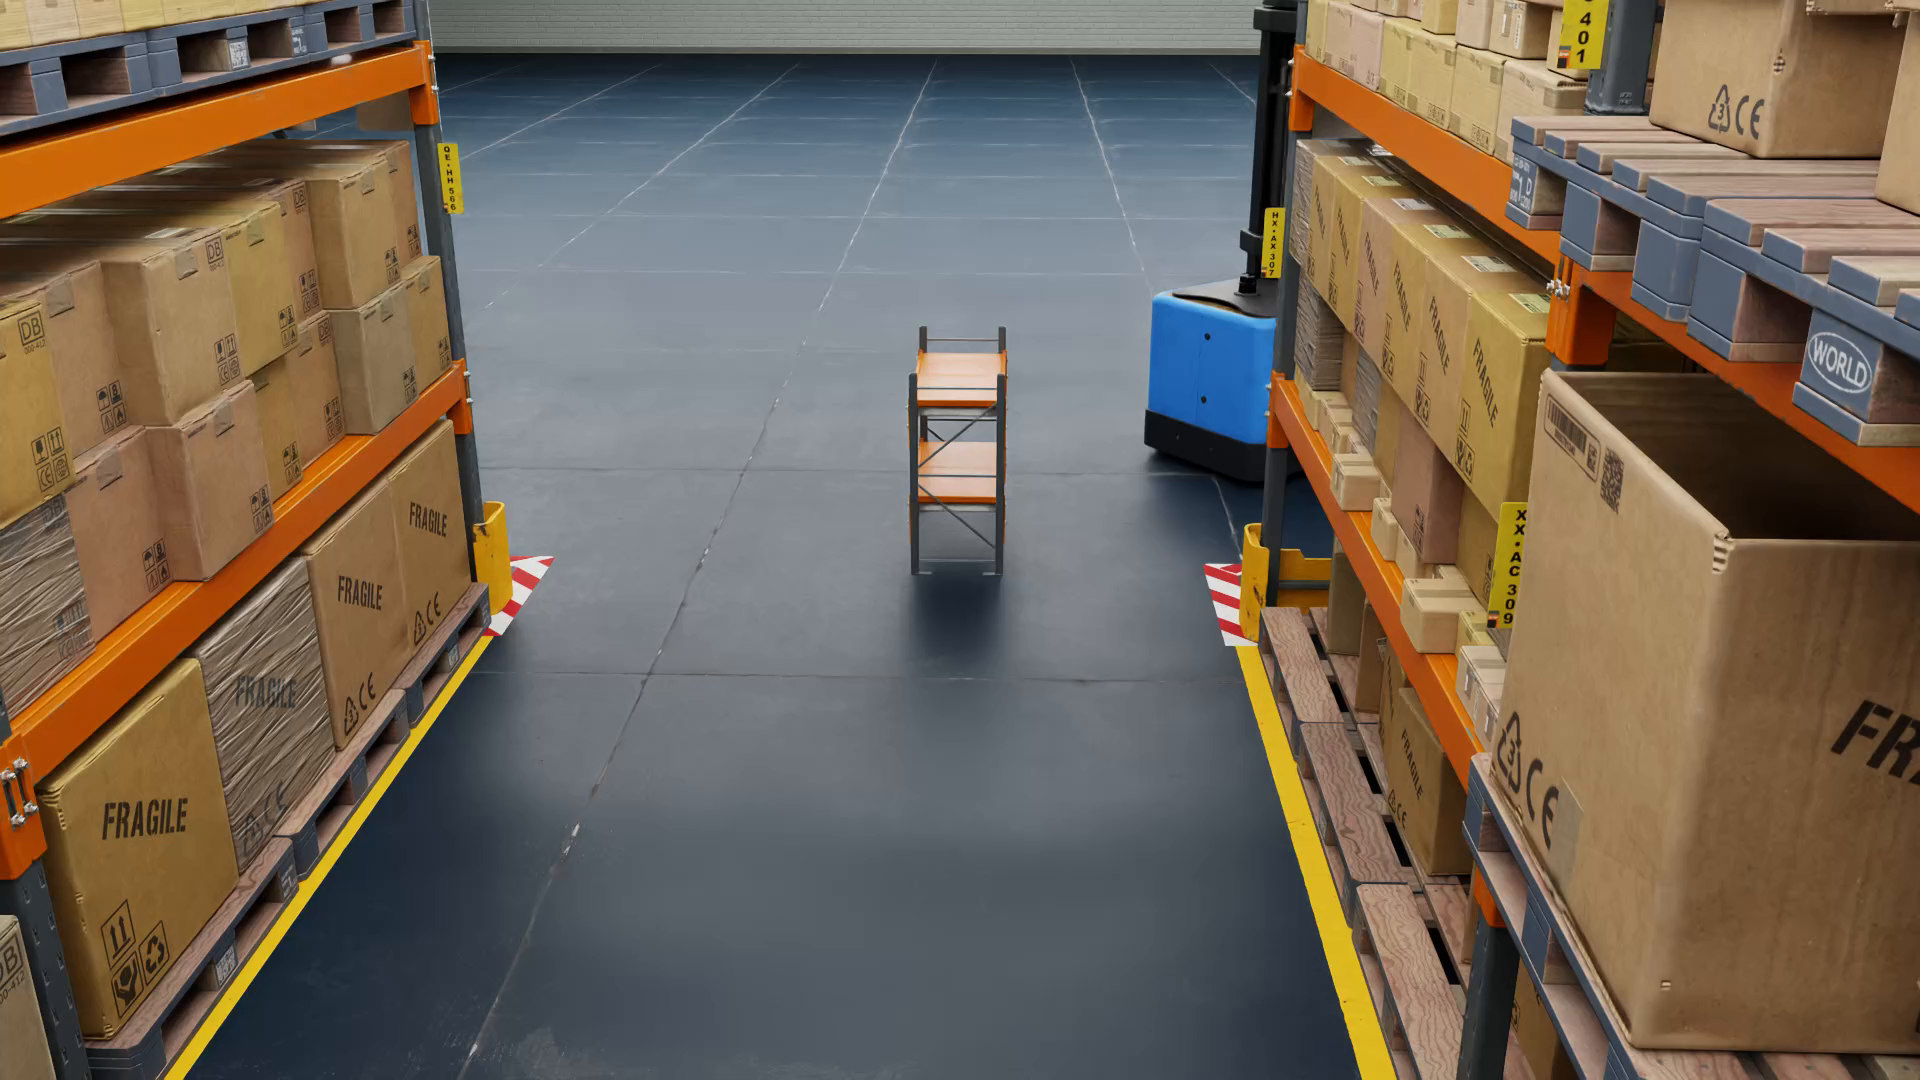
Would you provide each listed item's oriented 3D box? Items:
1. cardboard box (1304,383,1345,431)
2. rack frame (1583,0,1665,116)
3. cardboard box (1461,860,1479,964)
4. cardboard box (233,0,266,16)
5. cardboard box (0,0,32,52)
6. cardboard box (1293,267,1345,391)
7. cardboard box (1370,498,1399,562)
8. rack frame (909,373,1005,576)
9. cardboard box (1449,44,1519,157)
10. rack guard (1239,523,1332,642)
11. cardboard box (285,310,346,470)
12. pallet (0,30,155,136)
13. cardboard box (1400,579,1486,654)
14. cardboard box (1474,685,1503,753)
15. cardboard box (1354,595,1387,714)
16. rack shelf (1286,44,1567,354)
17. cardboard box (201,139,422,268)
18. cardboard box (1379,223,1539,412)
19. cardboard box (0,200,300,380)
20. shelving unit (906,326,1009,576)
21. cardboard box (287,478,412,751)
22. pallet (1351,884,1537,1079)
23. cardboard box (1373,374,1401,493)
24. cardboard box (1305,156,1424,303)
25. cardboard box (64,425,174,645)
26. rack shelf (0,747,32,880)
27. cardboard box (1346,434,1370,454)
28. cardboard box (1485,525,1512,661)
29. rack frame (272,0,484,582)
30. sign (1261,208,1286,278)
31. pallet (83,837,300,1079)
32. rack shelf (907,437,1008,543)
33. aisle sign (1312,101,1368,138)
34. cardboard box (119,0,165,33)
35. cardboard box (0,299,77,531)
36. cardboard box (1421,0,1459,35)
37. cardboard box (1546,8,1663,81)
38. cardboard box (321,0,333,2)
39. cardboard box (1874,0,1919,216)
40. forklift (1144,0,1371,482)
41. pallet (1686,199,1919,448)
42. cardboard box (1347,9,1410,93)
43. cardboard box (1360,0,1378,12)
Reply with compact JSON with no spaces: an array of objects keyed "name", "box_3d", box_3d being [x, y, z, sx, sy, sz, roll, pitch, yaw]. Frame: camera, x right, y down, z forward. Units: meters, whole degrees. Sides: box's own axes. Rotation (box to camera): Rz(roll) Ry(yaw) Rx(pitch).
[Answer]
[{"name":"cardboard box","box_3d":[1.710,-0.578,7.219,0.380,0.149,0.250,1,21,2]},{"name":"rack frame","box_3d":[1.885,-2.327,3.085,1.000,3.000,0.127,1,21,2]},{"name":"cardboard box","box_3d":[1.947,1.088,5.452,0.500,0.500,0.500,8,22,19]},{"name":"cardboard box","box_3d":[-2.667,-1.915,5.801,0.380,0.149,0.250,1,21,2]},{"name":"cardboard box","box_3d":[-2.713,-1.366,4.385,0.380,0.149,0.250,1,21,2]},{"name":"cardboard box","box_3d":[1.962,-0.963,7.314,0.875,0.500,0.500,1,21,2]},{"name":"cardboard box","box_3d":[1.658,-0.036,5.822,0.380,0.149,0.250,1,21,2]},{"name":"rack frame","box_3d":[-0.016,-0.338,8.845,0.500,1.125,0.032,1,21,2]},{"name":"cardboard box","box_3d":[1.664,-1.215,4.573,0.500,0.250,0.500,1,21,3]},{"name":"rack guard","box_3d":[2.004,0.217,8.279,1.175,0.500,0.348,1,21,2]},{"name":"cardboard box","box_3d":[-3.052,-0.602,6.727,0.875,0.550,0.550,1,21,2]},{"name":"pallet","box_3d":[-3.035,-1.274,4.641,1.003,0.211,1.213,1,21,2]},{"name":"cardboard box","box_3d":[1.578,0.235,5.124,0.380,0.149,0.250,1,21,2]},{"name":"cardboard box","box_3d":[1.597,0.506,4.424,0.380,0.149,0.250,1,21,2]},{"name":"cardboard box","box_3d":[1.987,0.436,7.134,0.500,0.500,0.500,6,22,16]},{"name":"rack shelf","box_3d":[1.945,-1.316,5.621,1.077,0.370,4.000,1,21,2]},{"name":"cardboard box","box_3d":[-2.998,-1.507,7.565,0.875,0.550,0.550,1,21,2]},{"name":"cardboard box","box_3d":[1.653,-0.708,5.276,0.500,0.500,0.500,1,21,2]},{"name":"cardboard box","box_3d":[-2.962,-0.913,6.035,0.875,0.550,0.500,1,21,2]},{"name":"shelving unit","box_3d":[0.000,-0.522,9.319,0.538,1.125,1.048,1,21,2]},{"name":"cardboard box","box_3d":[-2.928,0.292,6.987,0.875,0.875,0.875,0,21,1]},{"name":"pallet","box_3d":[1.870,1.527,5.301,1.003,0.211,1.213,1,21,2]},{"name":"cardboard box","box_3d":[1.981,-0.420,5.914,0.875,0.500,0.500,1,21,2]},{"name":"cardboard box","box_3d":[1.695,-1.251,6.674,0.500,0.500,0.500,1,21,2]},{"name":"cardboard box","box_3d":[-3.077,-0.023,5.235,0.875,0.550,0.550,1,21,2]},{"name":"rack shelf","box_3d":[-3.131,1.438,2.671,1.077,0.370,4.000,1,21,2]},{"name":"cardboard box","box_3d":[1.728,-0.306,6.519,0.380,0.149,0.250,1,21,2]},{"name":"cardboard box","box_3d":[1.960,0.123,4.516,0.875,0.500,0.500,1,21,2]},{"name":"rack frame","box_3d":[-2.948,-1.067,8.132,1.000,3.000,0.127,1,21,2]},{"name":"sign","box_3d":[1.464,-1.385,7.756,0.100,0.325,0.005,1,21,2]},{"name":"pallet","box_3d":[-2.969,1.405,5.616,1.003,0.211,1.213,1,21,2]},{"name":"rack shelf","box_3d":[0.000,-0.294,9.408,0.538,0.278,1.000,1,21,2]},{"name":"aisle sign","box_3d":[1.708,-2.214,7.494,0.394,0.787,0.004,1,21,2]},{"name":"cardboard box","box_3d":[-2.690,-1.640,5.092,0.380,0.149,0.250,0,21,1]},{"name":"cardboard box","box_3d":[-3.024,-0.327,4.525,0.875,0.550,0.550,1,21,2]},{"name":"cardboard box","box_3d":[1.641,-1.641,5.122,0.380,0.149,0.250,2,21,4]},{"name":"cardboard box","box_3d":[1.606,-1.165,3.894,0.380,0.149,0.250,1,21,3]},{"name":"cardboard box","box_3d":[-2.644,-2.191,6.512,0.380,0.149,0.250,1,21,2]},{"name":"cardboard box","box_3d":[1.743,-0.663,2.220,0.797,0.503,0.637,1,21,4]},{"name":"forklift","box_3d":[2.701,-2.122,10.946,3.031,2.935,1.130,-15,26,-34]},{"name":"pallet","box_3d":[1.731,-0.244,2.123,1.213,0.211,1.003,1,21,2]},{"name":"cardboard box","box_3d":[1.705,-1.768,5.998,0.500,0.250,0.500,1,21,1]},{"name":"cardboard box","box_3d":[1.687,-2.023,6.104,0.380,0.149,0.250,1,21,1]}]
